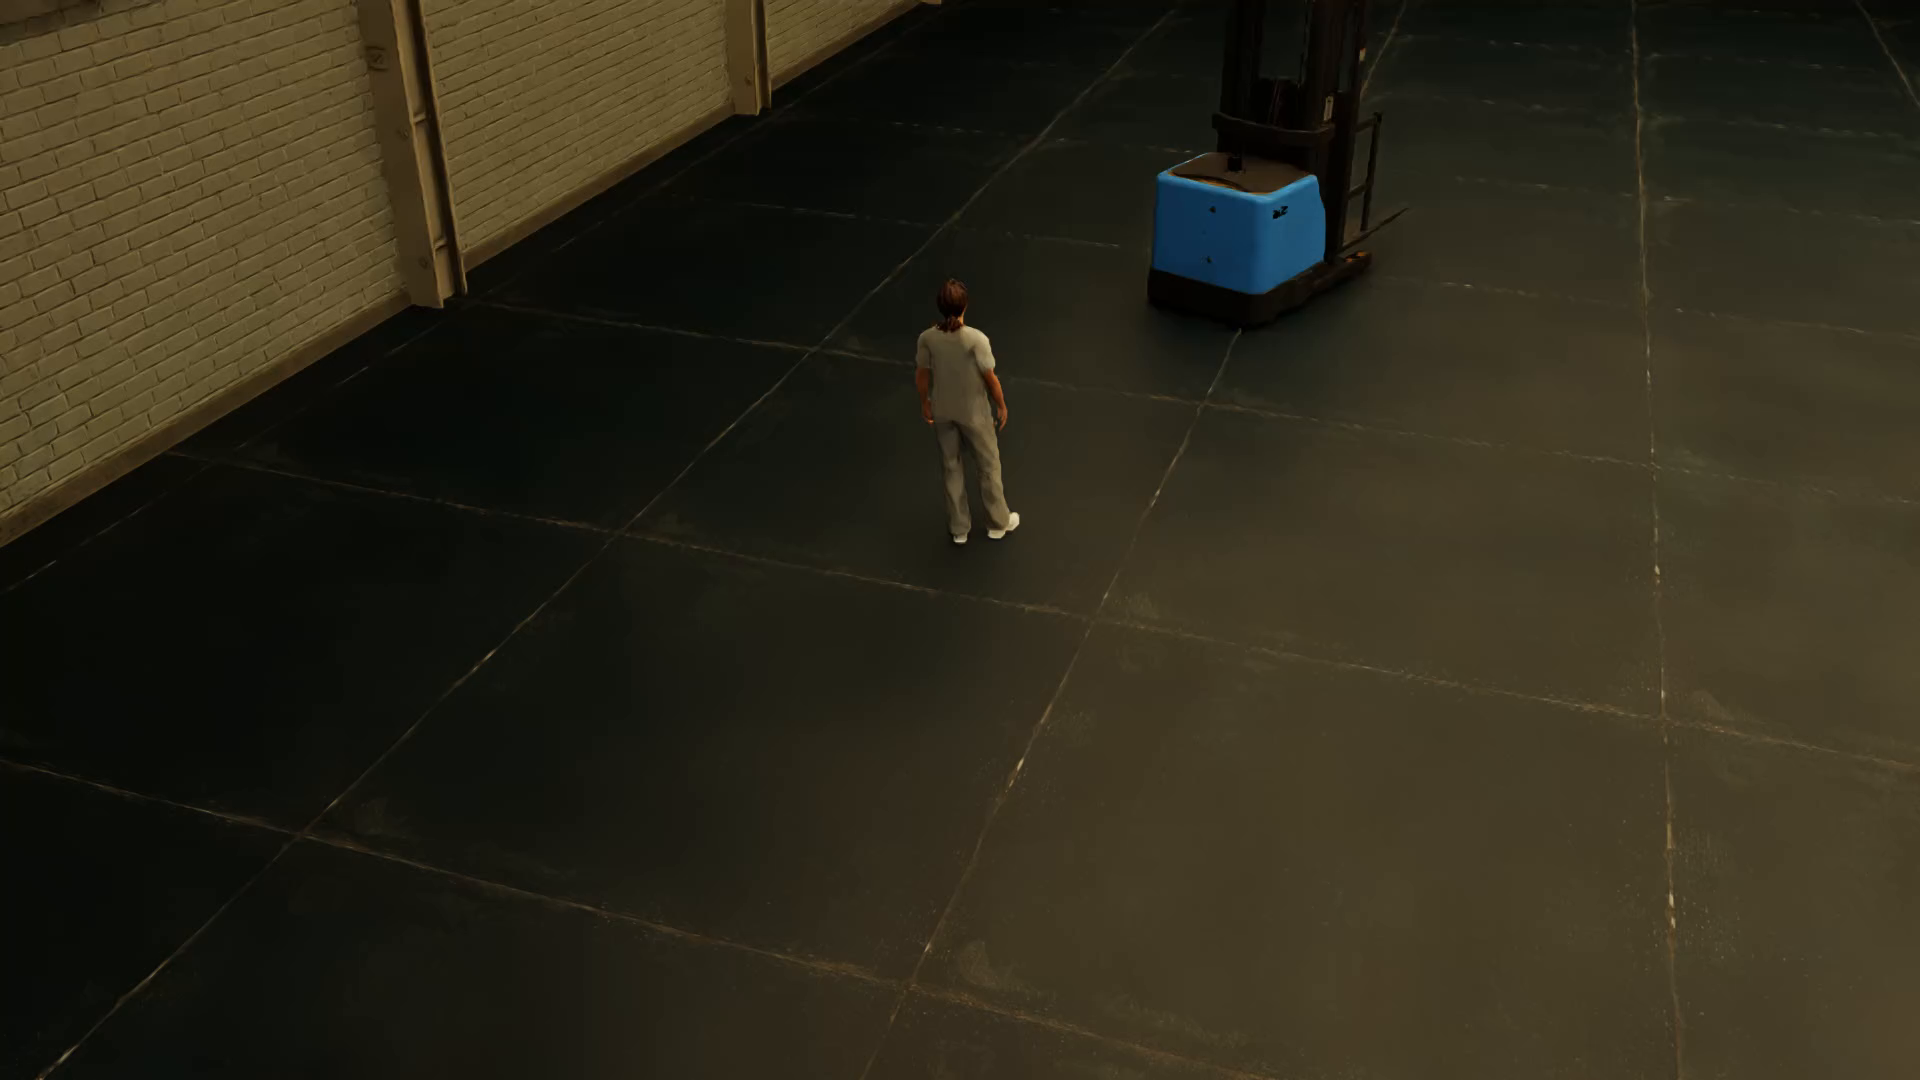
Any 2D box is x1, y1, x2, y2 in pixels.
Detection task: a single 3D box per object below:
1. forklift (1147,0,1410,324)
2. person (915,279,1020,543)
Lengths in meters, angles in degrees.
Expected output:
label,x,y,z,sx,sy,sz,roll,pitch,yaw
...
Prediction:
label,x,y,z,sx,sy,sz,roll,pitch,yaw
forklift,2.831,-3.611,13.471,1.130,2.935,3.031,22,36,33
person,0.036,-0.741,9.749,0.550,1.616,0.548,10,31,16
